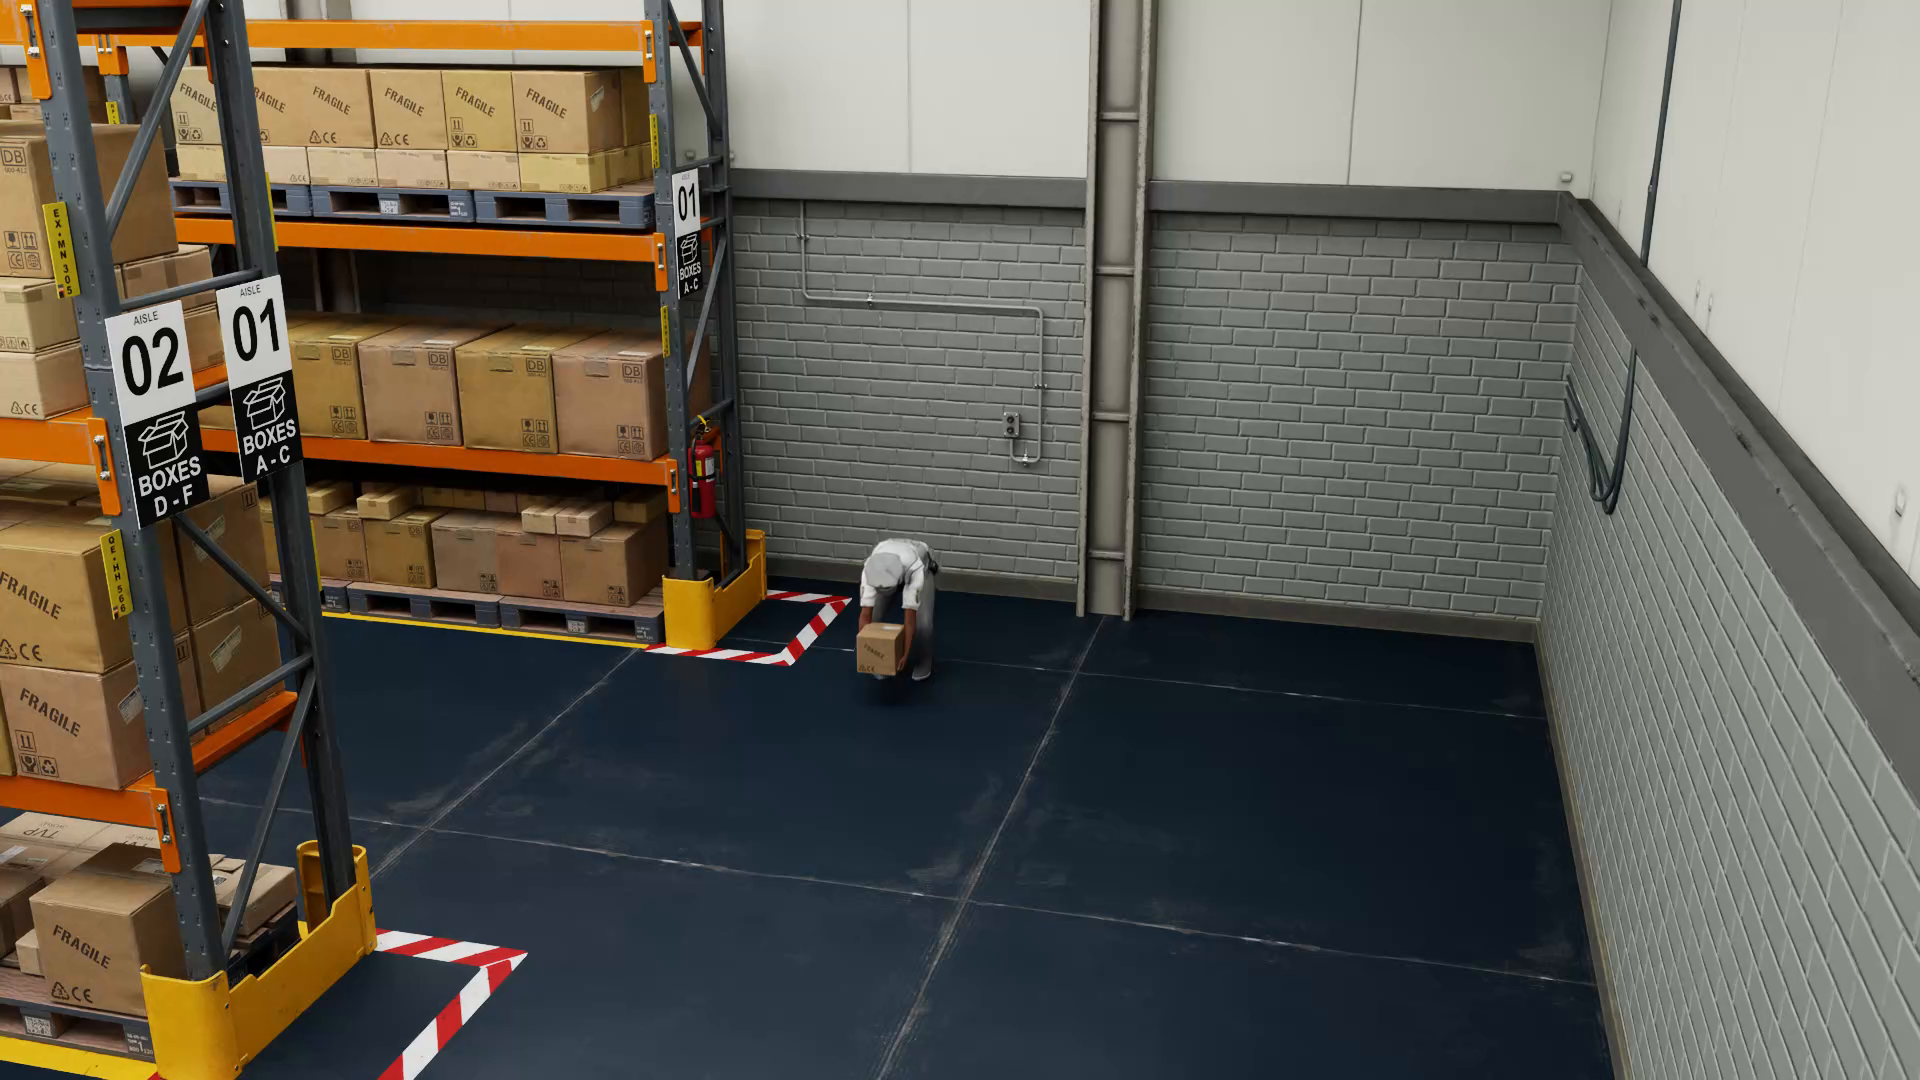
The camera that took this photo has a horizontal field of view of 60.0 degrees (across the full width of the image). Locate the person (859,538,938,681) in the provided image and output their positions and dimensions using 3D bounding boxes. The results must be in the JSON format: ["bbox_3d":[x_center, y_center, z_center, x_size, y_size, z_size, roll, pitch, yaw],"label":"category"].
[{"bbox_3d":[-6.506,1.081,7.534,11.130,1.841,9.701,4,19,11],"label":"person"}]
